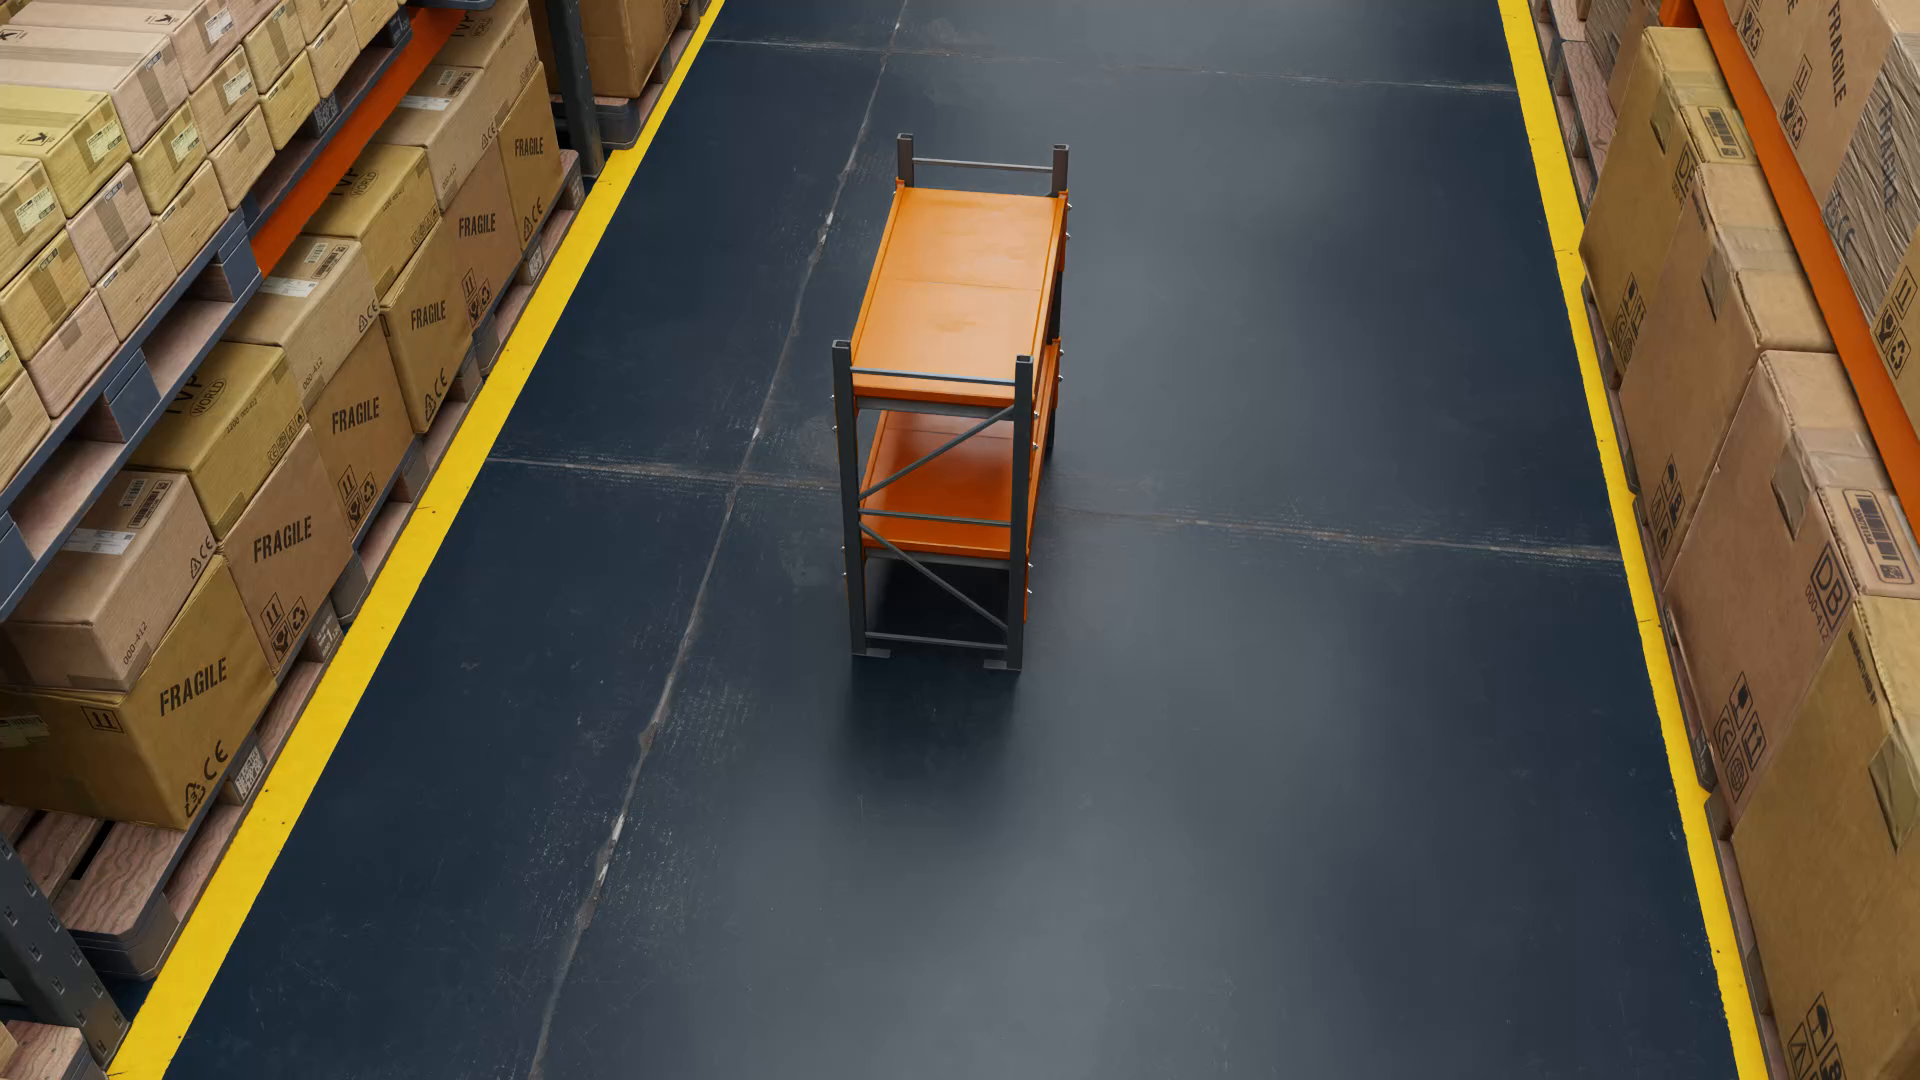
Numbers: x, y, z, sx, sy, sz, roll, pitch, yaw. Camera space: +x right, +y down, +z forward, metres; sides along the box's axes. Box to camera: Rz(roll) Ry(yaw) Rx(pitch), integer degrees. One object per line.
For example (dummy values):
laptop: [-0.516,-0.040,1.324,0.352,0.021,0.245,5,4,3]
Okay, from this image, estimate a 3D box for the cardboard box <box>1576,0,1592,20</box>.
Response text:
cardboard box: [3.129,-2.603,7.315,0.700,0.500,0.500,9,44,9]

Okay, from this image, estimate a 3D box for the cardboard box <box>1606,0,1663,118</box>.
cardboard box: [3.000,-1.837,6.506,0.700,0.500,0.500,3,44,3]

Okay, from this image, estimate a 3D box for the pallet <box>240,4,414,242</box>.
pallet: [-2.193,-1.224,4.500,1.003,0.211,1.213,5,44,6]

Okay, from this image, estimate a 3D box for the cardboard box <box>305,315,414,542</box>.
cardboard box: [-2.016,-0.363,4.965,0.500,0.500,0.500,6,44,6]

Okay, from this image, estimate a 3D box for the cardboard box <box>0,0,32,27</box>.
cardboard box: [-2.473,-1.277,4.078,0.380,0.149,0.250,5,44,6]

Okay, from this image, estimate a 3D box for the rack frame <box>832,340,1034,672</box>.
rack frame: [-0.068,-0.057,4.493,0.500,1.125,0.032,5,44,6]

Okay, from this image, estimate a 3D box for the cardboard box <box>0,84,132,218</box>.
cardboard box: [-1.926,-0.789,3.346,0.380,0.149,0.250,6,44,6]

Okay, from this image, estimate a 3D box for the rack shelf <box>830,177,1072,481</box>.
rack shelf: [-0.001,-0.616,4.657,0.538,0.278,1.000,5,44,6]

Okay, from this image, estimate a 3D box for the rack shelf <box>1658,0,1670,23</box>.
rack shelf: [3.195,-3.228,7.001,1.077,0.370,4.000,5,44,6]

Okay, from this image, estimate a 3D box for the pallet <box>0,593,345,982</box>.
pallet: [-2.399,0.562,4.503,1.003,0.211,1.213,5,44,6]

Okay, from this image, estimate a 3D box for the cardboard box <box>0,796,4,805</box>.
cardboard box: [-2.653,0.308,4.256,0.500,0.500,0.500,4,44,5]

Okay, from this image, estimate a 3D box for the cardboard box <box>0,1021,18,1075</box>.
cardboard box: [-2.227,1.098,3.460,0.380,0.149,0.250,6,44,6]

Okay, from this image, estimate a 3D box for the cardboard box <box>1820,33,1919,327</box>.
cardboard box: [2.399,-0.814,3.856,0.500,0.500,0.500,5,44,6]

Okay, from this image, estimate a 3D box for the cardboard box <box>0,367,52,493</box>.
cardboard box: [-1.993,-0.208,3.165,0.380,0.149,0.250,3,44,3]

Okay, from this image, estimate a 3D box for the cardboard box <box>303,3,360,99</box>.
cardboard box: [-1.789,-1.270,4.287,0.380,0.149,0.250,3,44,4]

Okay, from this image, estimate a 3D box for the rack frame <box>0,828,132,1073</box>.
rack frame: [-2.501,0.080,2.984,1.000,3.000,0.127,5,44,6]

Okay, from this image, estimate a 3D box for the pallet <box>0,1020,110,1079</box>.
pallet: [-2.555,1.554,3.456,1.003,0.211,1.213,5,44,6]

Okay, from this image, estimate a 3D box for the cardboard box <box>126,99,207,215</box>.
cardboard box: [-1.893,-0.846,3.623,0.380,0.149,0.250,4,44,4]

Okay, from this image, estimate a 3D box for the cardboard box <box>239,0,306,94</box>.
cardboard box: [-1.824,-1.211,4.008,0.380,0.149,0.250,5,44,5]

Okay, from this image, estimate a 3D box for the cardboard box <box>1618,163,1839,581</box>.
cardboard box: [2.694,-0.432,4.765,1.225,0.875,0.875,5,44,6]

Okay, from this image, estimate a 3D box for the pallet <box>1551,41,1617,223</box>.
pallet: [3.036,-1.646,6.835,1.003,0.211,1.213,5,44,6]

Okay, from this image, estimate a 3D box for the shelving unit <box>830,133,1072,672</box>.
shelving unit: [-0.001,-0.404,4.858,0.538,1.125,1.048,5,44,6]

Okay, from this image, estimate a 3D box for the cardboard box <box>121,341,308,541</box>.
cardboard box: [-2.073,-0.280,4.331,0.500,0.250,0.500,6,44,7]

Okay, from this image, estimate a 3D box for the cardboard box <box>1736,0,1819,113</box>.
cardboard box: [2.531,-1.504,4.584,0.500,0.500,0.500,4,44,4]

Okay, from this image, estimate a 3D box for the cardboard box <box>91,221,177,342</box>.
cardboard box: [-1.925,-0.567,3.545,0.380,0.149,0.250,6,44,6]

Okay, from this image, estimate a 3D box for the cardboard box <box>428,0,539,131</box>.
cardboard box: [-1.803,-1.673,5.803,0.500,0.250,0.500,4,44,5]

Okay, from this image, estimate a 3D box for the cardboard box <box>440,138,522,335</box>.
cardboard box: [-1.872,-1.065,5.706,0.500,0.500,0.500,7,44,7]

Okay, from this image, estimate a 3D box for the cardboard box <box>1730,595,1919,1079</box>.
cardboard box: [2.467,0.781,3.484,1.225,0.875,0.875,5,44,6]

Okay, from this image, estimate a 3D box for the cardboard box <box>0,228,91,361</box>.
cardboard box: [-1.961,-0.493,3.250,0.380,0.149,0.250,4,44,5]

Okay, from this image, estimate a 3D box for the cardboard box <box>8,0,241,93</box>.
cardboard box: [-1.857,-1.133,3.710,0.380,0.149,0.250,5,44,5]

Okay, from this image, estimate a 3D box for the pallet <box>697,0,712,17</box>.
pallet: [-1.629,-2.993,8.257,1.003,0.211,1.213,5,44,6]

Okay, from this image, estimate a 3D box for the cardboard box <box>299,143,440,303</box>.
cardboard box: [-1.941,-0.983,5.074,0.500,0.250,0.500,6,44,6]

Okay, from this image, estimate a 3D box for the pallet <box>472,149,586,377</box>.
pallet: [-2.077,-1.101,6.259,1.003,0.211,1.213,5,44,6]

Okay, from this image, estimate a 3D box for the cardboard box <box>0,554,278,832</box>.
cardboard box: [-2.140,0.356,4.205,0.500,0.500,0.500,7,44,7]

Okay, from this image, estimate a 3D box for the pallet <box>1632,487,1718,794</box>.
pallet: [2.588,0.246,4.837,1.003,0.211,1.213,5,44,6]

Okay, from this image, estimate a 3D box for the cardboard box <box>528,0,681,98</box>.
cardboard box: [-1.802,-2.388,6.922,1.050,0.750,0.750,5,44,5]

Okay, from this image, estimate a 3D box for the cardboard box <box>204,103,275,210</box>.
cardboard box: [-1.858,-0.912,3.909,0.380,0.149,0.250,3,44,4]

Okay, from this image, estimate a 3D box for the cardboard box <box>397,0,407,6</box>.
cardboard box: [-1.720,-1.632,4.669,0.380,0.149,0.250,3,44,4]
